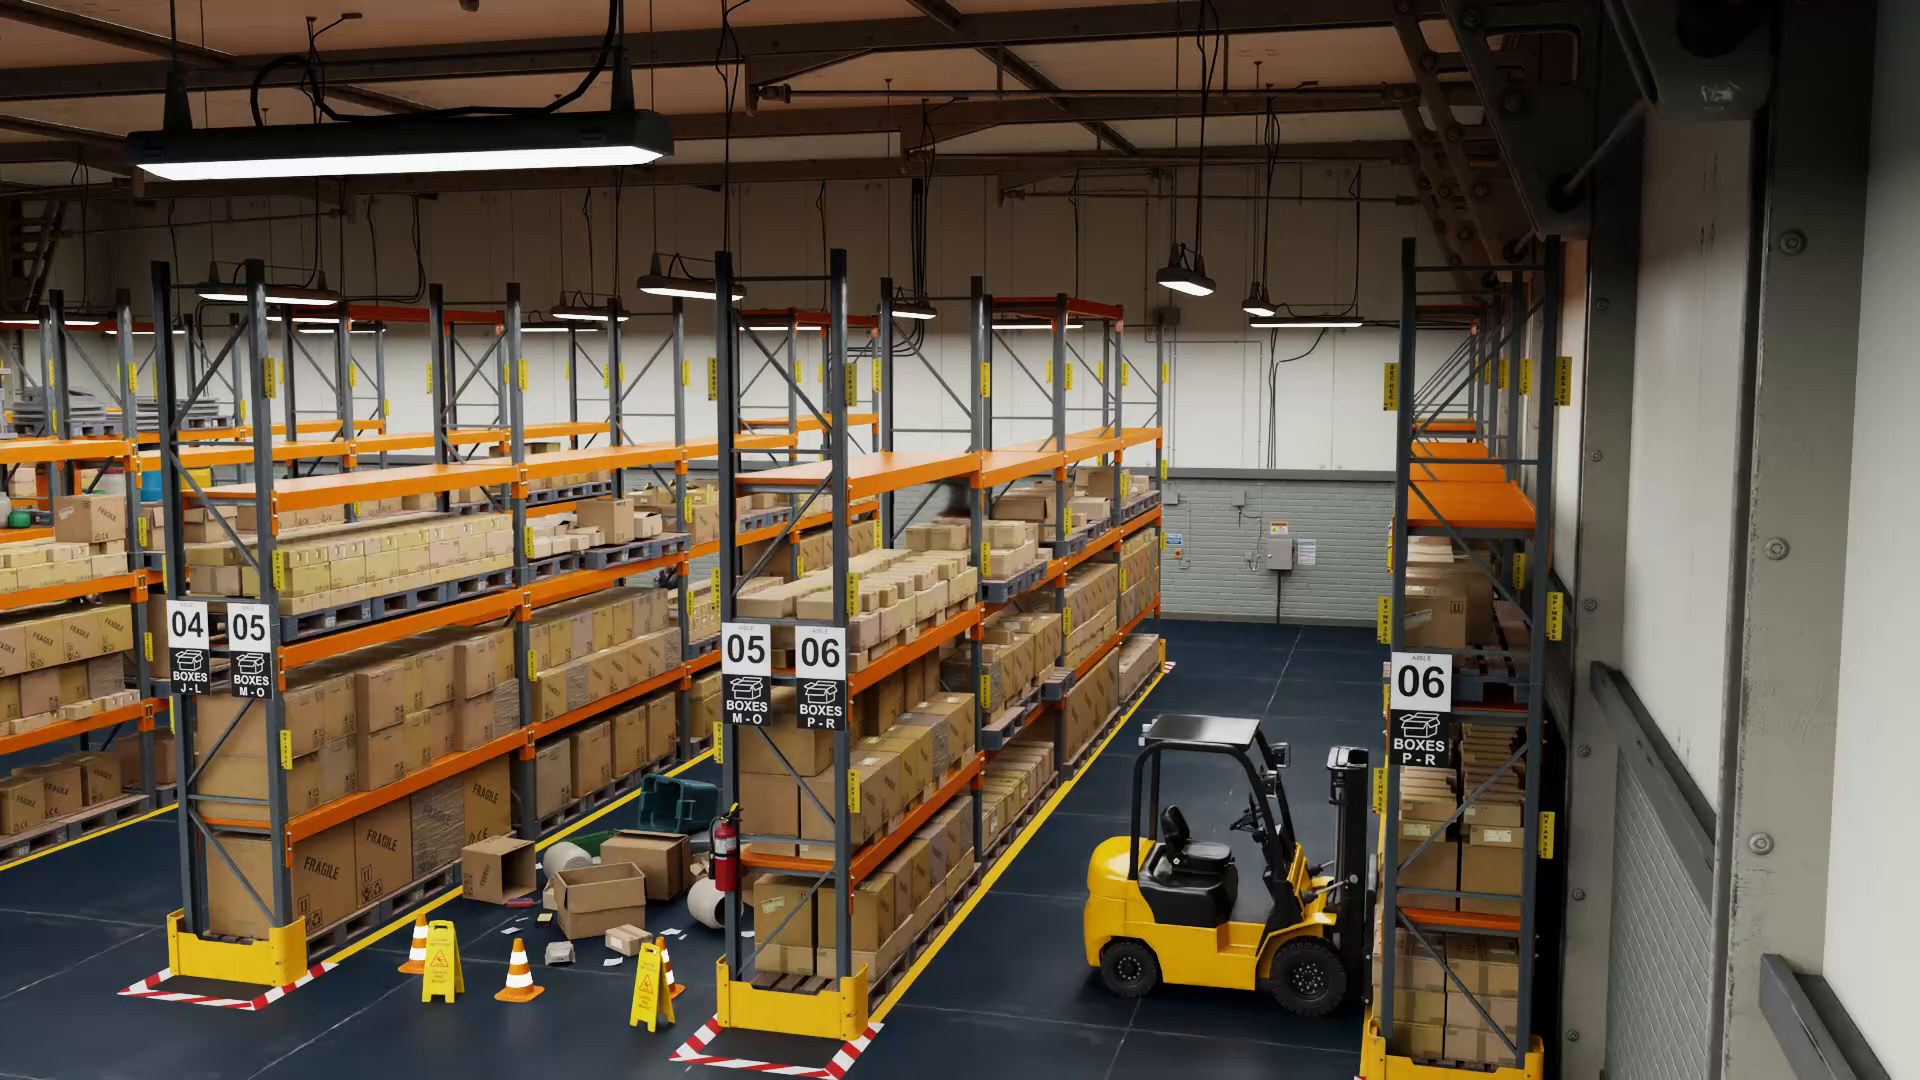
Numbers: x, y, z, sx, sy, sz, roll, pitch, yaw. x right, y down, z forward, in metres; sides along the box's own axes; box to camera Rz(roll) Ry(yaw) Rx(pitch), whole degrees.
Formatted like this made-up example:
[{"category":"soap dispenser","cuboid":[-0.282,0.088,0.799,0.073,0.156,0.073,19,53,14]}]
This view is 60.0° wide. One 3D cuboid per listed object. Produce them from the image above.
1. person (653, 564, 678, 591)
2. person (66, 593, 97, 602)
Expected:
[{"category":"person","cuboid":[-5.277,1.148,30.068,0.530,1.682,1.012,1,6,8]},{"category":"person","cuboid":[-15.496,1.179,29.252,0.524,1.788,0.592,1,6,12]}]
